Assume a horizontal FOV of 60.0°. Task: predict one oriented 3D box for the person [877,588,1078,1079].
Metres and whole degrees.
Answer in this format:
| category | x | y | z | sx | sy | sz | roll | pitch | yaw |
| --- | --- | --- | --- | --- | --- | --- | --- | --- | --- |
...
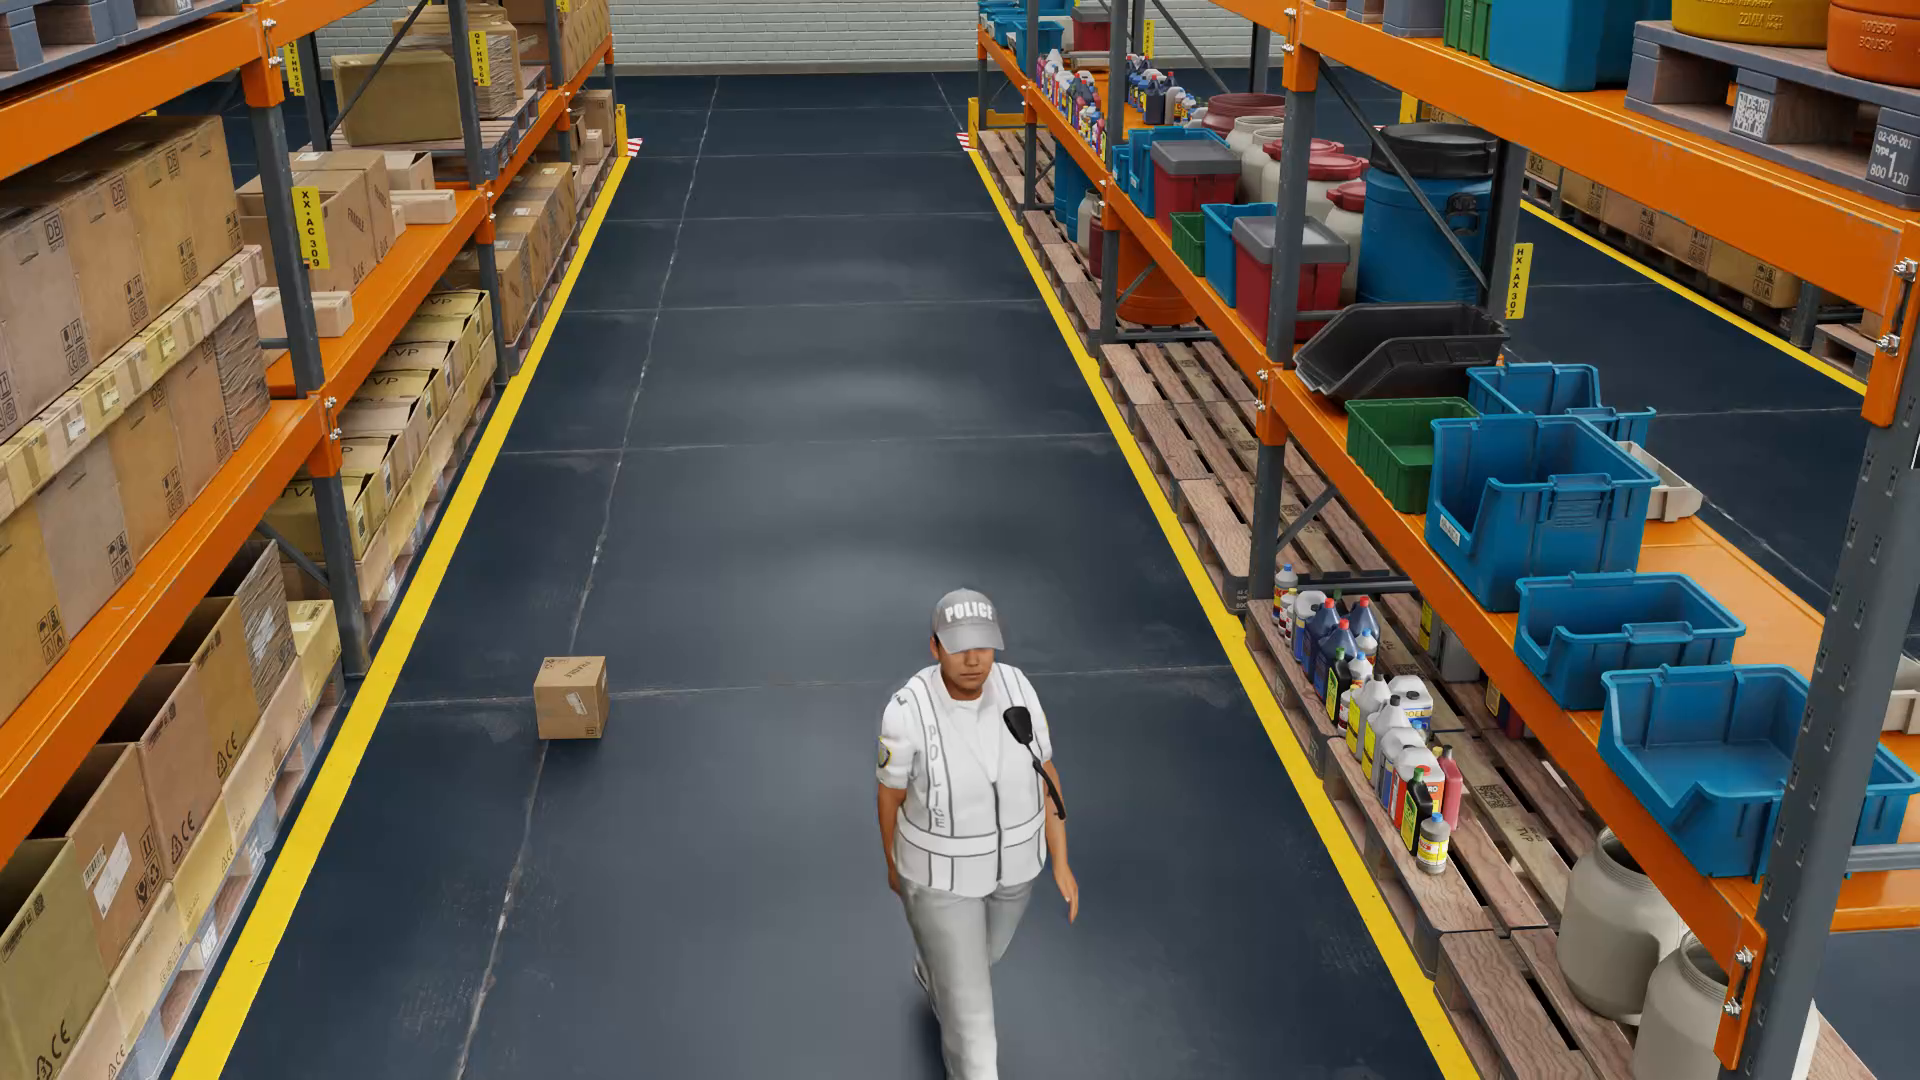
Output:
| category | x | y | z | sx | sy | sz | roll | pitch | yaw |
| --- | --- | --- | --- | --- | --- | --- | --- | --- | --- |
| person | 0.051 | 0.889 | 4.582 | 0.478 | 1.610 | 0.999 | -12 | 27 | -25 |
